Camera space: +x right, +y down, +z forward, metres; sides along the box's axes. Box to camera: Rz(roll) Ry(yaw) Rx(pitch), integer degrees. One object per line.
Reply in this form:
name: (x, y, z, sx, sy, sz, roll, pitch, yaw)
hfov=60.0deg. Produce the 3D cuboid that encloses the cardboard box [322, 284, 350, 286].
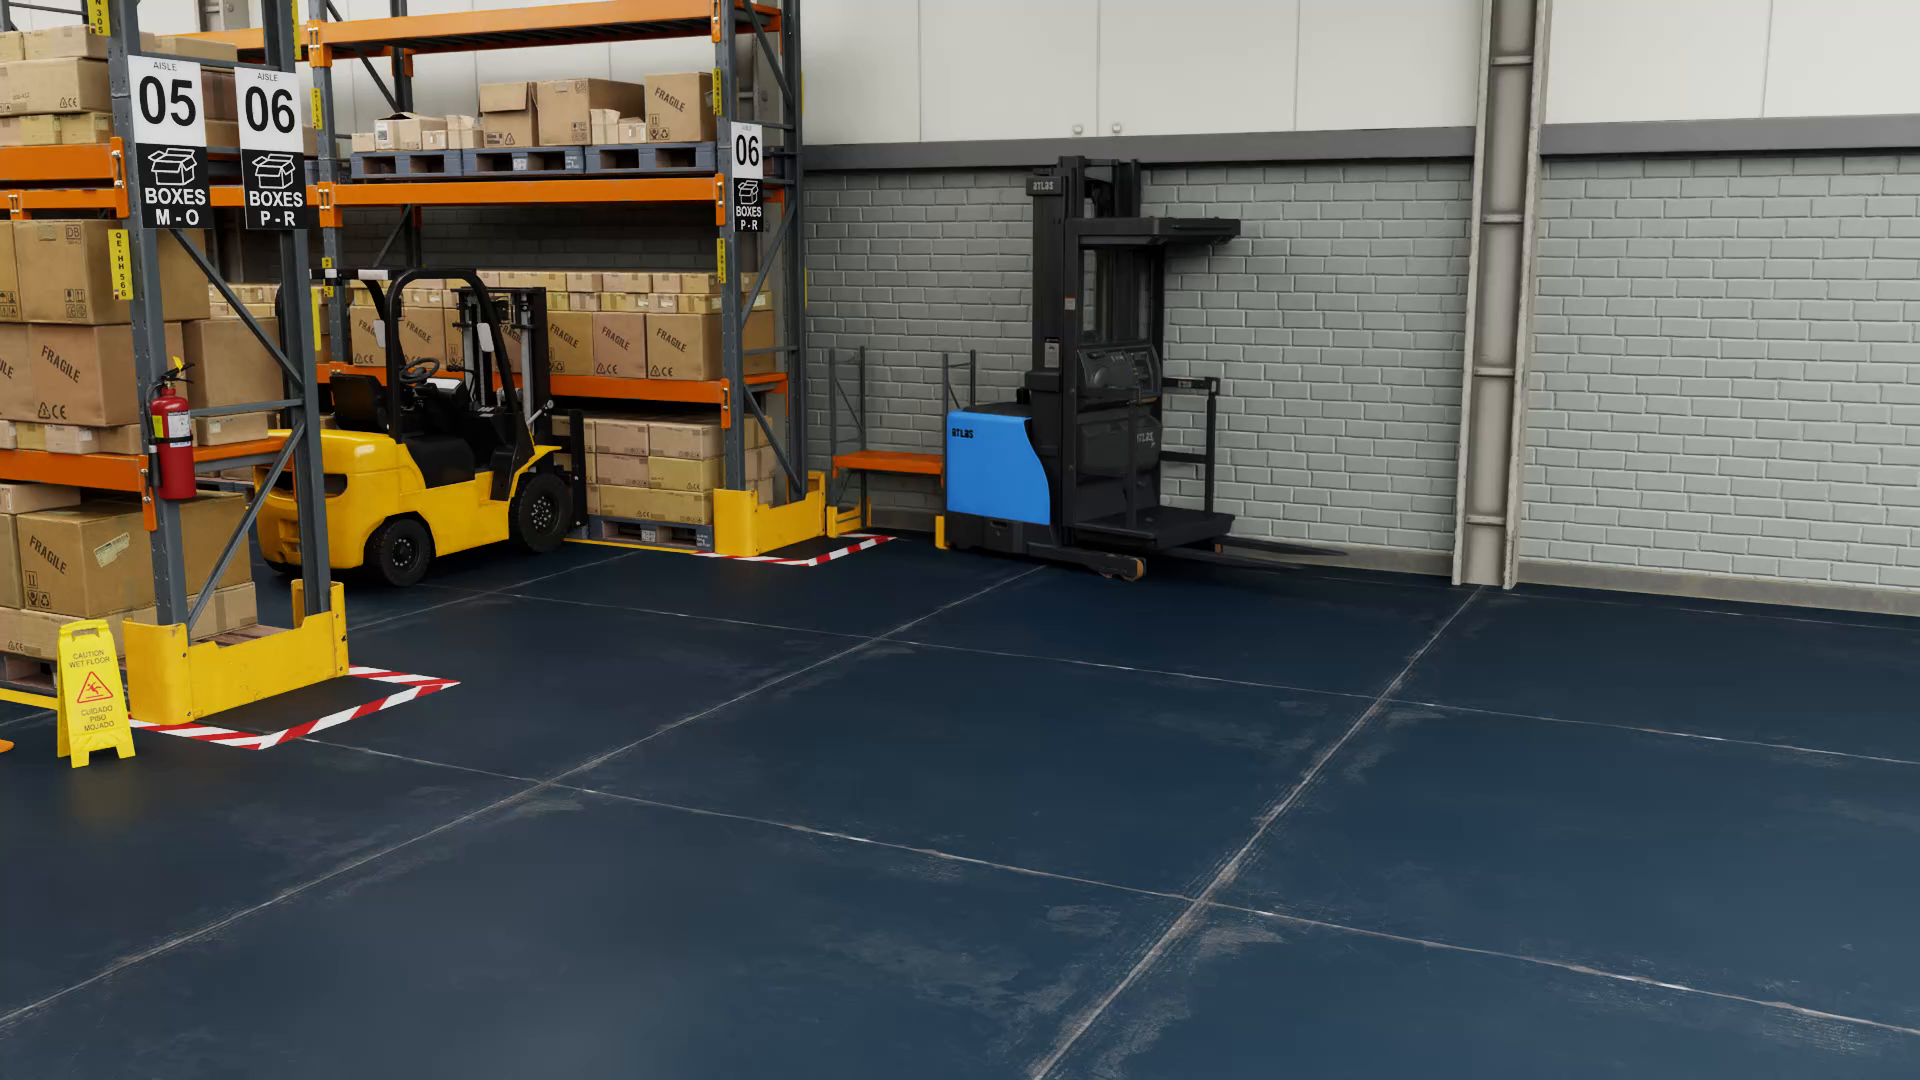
cardboard box: (-5.525, -2.228, 15.015, 0.250, 0.149, 0.380, 5, 11, 24)

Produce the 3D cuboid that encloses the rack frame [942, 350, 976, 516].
rack frame: (-0.005, -0.719, 12.993, 0.032, 1.500, 0.500, 5, 12, 27)

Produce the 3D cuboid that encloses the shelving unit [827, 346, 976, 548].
shelving unit: (-0.462, -0.763, 13.232, 1.083, 1.500, 0.587, 5, 12, 27)

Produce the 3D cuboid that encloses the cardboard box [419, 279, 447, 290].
cardboard box: (-4.240, -2.149, 13.743, 0.250, 0.149, 0.380, 5, 12, 27)

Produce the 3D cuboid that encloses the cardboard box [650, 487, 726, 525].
cardboard box: (-2.061, -0.293, 12.968, 0.500, 0.250, 0.500, 5, 11, 26)

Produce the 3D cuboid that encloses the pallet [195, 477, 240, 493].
pallet: (-6.863, -0.544, 15.641, 1.213, 0.211, 1.003, 5, 11, 26)

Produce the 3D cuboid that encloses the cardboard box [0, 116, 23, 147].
cardboard box: (-4.598, -2.036, 8.342, 0.250, 0.149, 0.380, 5, 12, 28)

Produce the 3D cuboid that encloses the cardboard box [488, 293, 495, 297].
cardboard box: (-3.783, -1.964, 13.556, 0.250, 0.149, 0.380, 5, 11, 24)

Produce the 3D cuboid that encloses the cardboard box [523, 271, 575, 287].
cardboard box: (-3.293, -2.082, 13.374, 0.250, 0.149, 0.380, 5, 11, 27)

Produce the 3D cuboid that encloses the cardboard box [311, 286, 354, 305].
cardboard box: (-5.492, -2.128, 14.463, 0.250, 0.149, 0.380, 5, 12, 28)

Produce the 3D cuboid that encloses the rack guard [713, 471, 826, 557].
rack guard: (-1.479, -0.221, 13.047, 0.348, 0.500, 1.175, 5, 11, 26)

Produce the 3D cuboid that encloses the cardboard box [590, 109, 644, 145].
cardboard box: (-2.605, -3.155, 12.737, 0.258, 0.266, 0.396, 5, 11, 26)

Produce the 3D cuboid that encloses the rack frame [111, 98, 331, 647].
rack frame: (-3.693, -0.660, 8.453, 0.127, 3.000, 1.000, 5, 11, 26)

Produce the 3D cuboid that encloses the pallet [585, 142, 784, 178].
pallet: (-2.123, -2.945, 12.906, 1.213, 0.211, 1.003, 5, 11, 26)

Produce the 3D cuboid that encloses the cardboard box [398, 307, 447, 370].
cardboard box: (-4.330, -1.702, 13.932, 0.500, 0.500, 0.500, 5, 12, 27)

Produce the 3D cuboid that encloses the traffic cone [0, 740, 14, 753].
traffic cone: (-4.649, 0.761, 7.728, 0.334, 0.463, 0.336, 5, 11, 26)

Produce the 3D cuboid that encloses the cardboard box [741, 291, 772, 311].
cardboard box: (-1.690, -1.889, 13.145, 0.250, 0.149, 0.380, 5, 11, 24)

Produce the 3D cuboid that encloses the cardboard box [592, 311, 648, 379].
cardboard box: (-2.519, -1.541, 13.043, 0.500, 0.500, 0.500, 5, 12, 28)

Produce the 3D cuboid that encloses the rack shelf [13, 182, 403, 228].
rack shelf: (-6.881, -3.048, 15.244, 4.000, 0.370, 1.077, 5, 11, 26)

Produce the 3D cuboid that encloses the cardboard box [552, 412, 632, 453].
cardboard box: (-2.969, -0.862, 13.307, 0.500, 0.250, 0.500, 5, 11, 27)

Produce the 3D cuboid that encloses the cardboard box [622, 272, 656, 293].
cardboard box: (-2.396, -1.993, 12.882, 0.250, 0.149, 0.380, 5, 12, 27)

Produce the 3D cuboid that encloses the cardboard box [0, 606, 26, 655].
cardboard box: (-4.998, 0.424, 9.008, 0.500, 0.250, 0.500, 5, 11, 26)

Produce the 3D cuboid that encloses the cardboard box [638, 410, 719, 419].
cardboard box: (-2.297, -0.905, 13.544, 0.500, 0.250, 0.500, 5, 11, 26)

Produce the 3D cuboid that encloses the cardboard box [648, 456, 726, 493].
cardboard box: (-2.075, -0.541, 12.934, 0.500, 0.250, 0.500, 5, 11, 25)

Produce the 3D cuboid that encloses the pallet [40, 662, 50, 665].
pallet: (-5.564, 0.540, 9.652, 1.213, 0.211, 1.003, 5, 11, 26)

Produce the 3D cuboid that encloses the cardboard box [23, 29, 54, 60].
cardboard box: (-4.341, -2.411, 8.170, 0.250, 0.149, 0.380, 5, 12, 27)

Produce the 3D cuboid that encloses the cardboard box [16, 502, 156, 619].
cardboard box: (-4.527, 0.096, 8.712, 0.500, 0.500, 0.500, 5, 11, 26)

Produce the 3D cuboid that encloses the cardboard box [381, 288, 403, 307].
cardboard box: (-4.685, -2.049, 14.027, 0.250, 0.149, 0.380, 5, 12, 27)

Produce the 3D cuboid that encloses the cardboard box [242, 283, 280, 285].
cardboard box: (-6.428, -2.307, 15.454, 0.250, 0.149, 0.380, 5, 11, 25)

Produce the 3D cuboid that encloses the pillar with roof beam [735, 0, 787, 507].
pillar with roof beam: (-3.631, -3.916, 9.600, 0.400, 9.000, 9.100, 5, 11, 26)

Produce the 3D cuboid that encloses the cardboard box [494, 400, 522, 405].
cardboard box: (-4.099, -1.068, 14.444, 0.500, 0.250, 0.500, 5, 11, 25)

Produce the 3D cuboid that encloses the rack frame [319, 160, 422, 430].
rack frame: (-5.087, -1.768, 14.576, 0.127, 3.000, 1.000, 5, 11, 26)

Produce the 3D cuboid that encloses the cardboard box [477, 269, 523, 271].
cardboard box: (-3.965, -2.251, 14.308, 0.250, 0.149, 0.380, 5, 11, 25)

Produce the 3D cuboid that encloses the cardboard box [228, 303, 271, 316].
cardboard box: (-6.105, -1.977, 14.751, 0.500, 0.250, 0.500, 5, 11, 24)

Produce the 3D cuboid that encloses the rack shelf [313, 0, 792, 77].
rack shelf: (-3.294, -4.012, 13.271, 4.000, 0.370, 1.077, 5, 11, 26)

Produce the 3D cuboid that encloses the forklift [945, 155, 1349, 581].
forklift: (1.322, -1.260, 11.960, 3.031, 2.935, 1.130, 9, 14, 41)

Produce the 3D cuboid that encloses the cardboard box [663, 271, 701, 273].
cardboard box: (-2.170, -2.073, 13.323, 0.250, 0.149, 0.380, 5, 12, 27)

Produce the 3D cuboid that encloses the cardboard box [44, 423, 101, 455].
cardboard box: (-4.399, -0.534, 8.462, 0.250, 0.149, 0.380, 5, 11, 25)

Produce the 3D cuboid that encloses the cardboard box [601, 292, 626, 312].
cardboard box: (-2.600, -1.871, 13.042, 0.250, 0.149, 0.380, 5, 11, 25)

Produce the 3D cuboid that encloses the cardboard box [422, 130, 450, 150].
cardboard box: (-4.130, -3.232, 13.487, 0.250, 0.149, 0.380, 5, 12, 28)

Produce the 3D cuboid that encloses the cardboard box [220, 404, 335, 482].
cardboard box: (-6.253, -0.908, 15.312, 0.625, 0.625, 0.875, 5, 11, 25)

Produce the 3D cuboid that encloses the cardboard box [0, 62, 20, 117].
cardboard box: (-4.716, -2.248, 8.390, 0.500, 0.250, 0.500, 5, 11, 25)

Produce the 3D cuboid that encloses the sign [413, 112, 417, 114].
sign: (-4.843, -3.626, 14.747, 0.005, 0.325, 0.100, 5, 11, 26)

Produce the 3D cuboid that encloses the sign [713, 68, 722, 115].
sign: (-1.753, -3.240, 12.023, 0.005, 0.325, 0.100, 5, 11, 26)

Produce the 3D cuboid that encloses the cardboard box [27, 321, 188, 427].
cardboard box: (-4.302, -0.854, 8.411, 0.500, 0.500, 0.500, 5, 11, 25)

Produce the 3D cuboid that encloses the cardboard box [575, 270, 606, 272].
cardboard box: (-3.081, -2.155, 13.775, 0.250, 0.149, 0.380, 5, 11, 26)

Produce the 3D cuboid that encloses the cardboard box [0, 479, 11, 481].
cardboard box: (-5.110, -0.262, 8.867, 0.250, 0.149, 0.380, 5, 12, 27)

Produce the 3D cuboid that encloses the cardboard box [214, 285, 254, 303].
cardboard box: (-6.429, -2.203, 14.879, 0.250, 0.149, 0.380, 5, 11, 24)

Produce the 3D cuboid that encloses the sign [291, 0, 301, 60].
sign: (-3.453, -2.653, 8.587, 0.005, 0.325, 0.100, 5, 11, 26)
